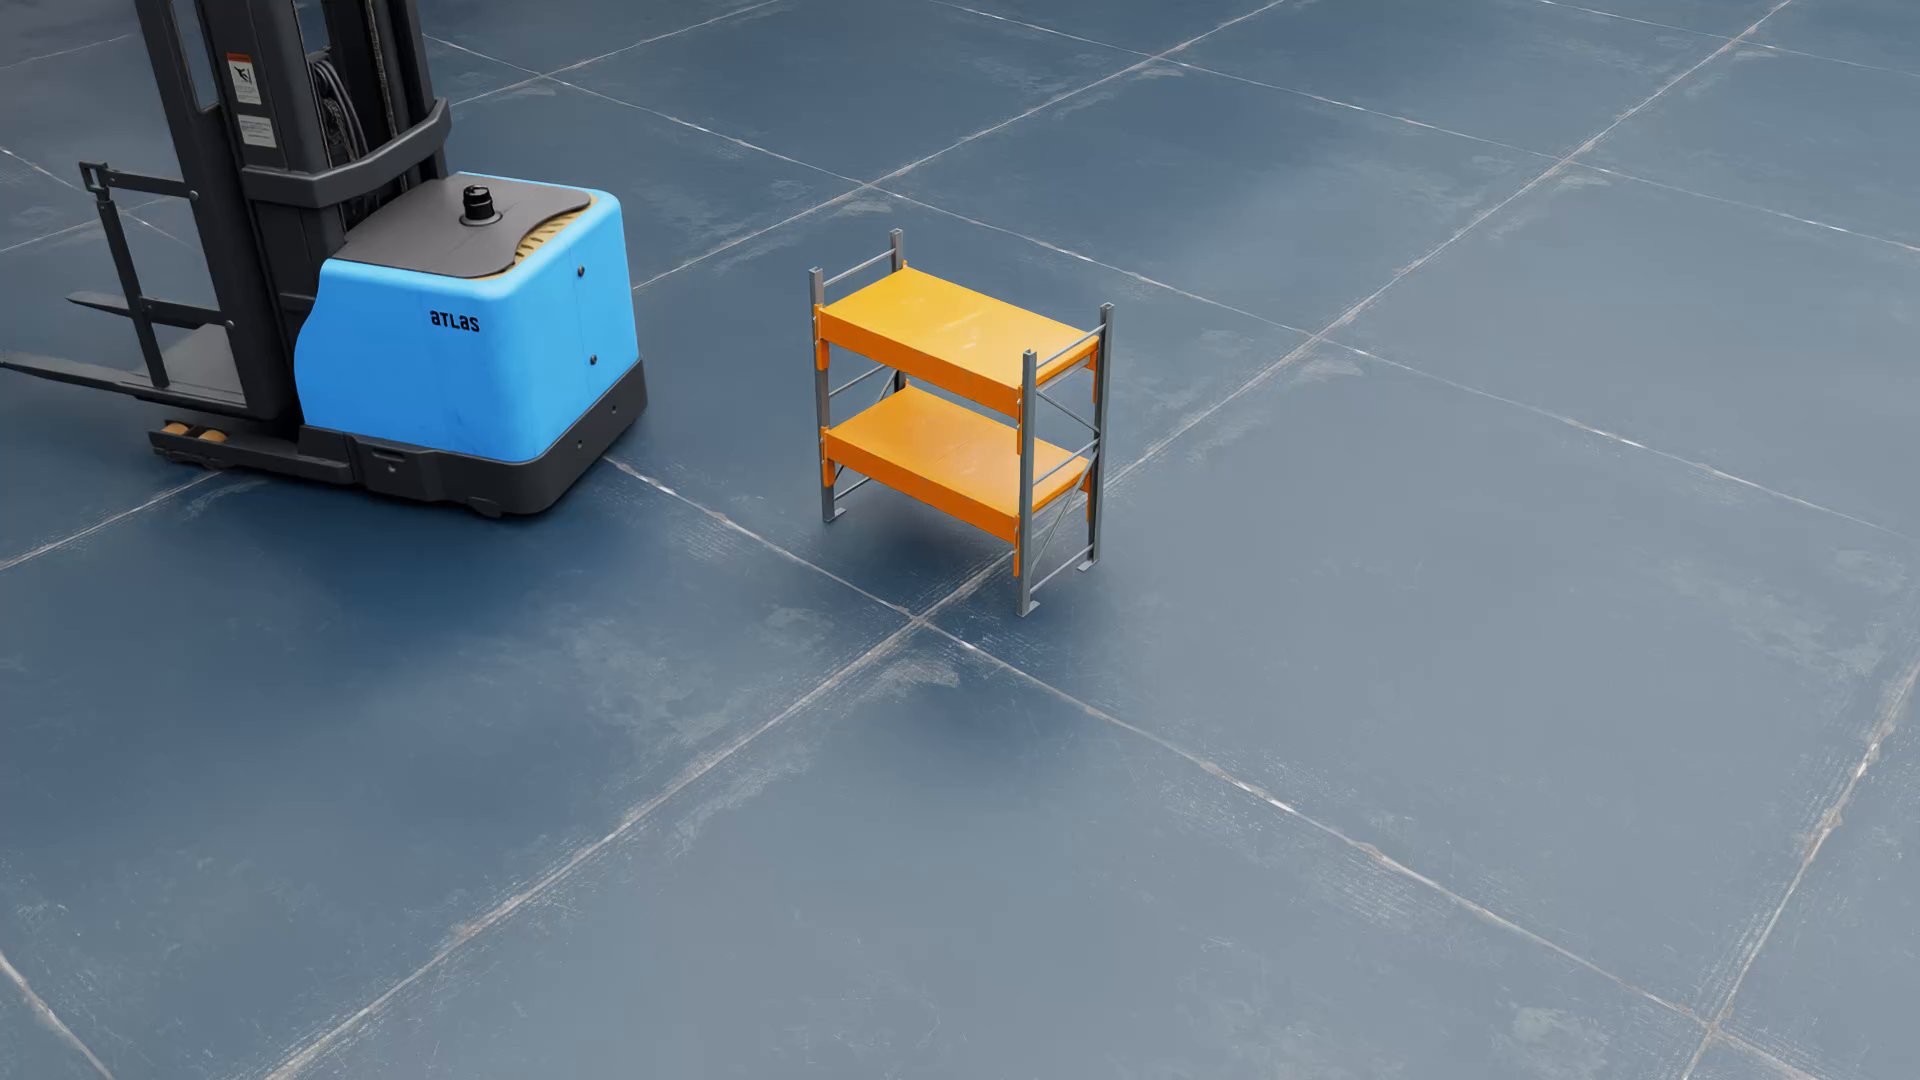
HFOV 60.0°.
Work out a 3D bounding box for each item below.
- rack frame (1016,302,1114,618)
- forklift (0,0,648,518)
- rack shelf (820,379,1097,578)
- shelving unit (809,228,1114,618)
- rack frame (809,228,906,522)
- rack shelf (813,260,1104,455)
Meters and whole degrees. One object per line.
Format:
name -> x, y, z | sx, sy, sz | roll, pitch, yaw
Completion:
rack frame -> 0.385, -0.282, 6.167 | 0.032, 1.125, 0.500 | 25, 42, 32
forklift -> -2.986, -1.785, 6.761 | 3.031, 2.935, 1.130 | 10, 36, 15
rack shelf -> -0.005, -0.265, 6.574 | 1.000, 0.278, 0.538 | 25, 42, 32
shelving unit -> -0.005, -0.466, 6.435 | 1.048, 1.125, 0.538 | 25, 42, 32
rack frame -> -0.396, -0.650, 6.703 | 0.032, 1.125, 0.500 | 25, 42, 32
rack shelf -> -0.005, -0.707, 6.269 | 1.000, 0.278, 0.538 | 25, 42, 32
